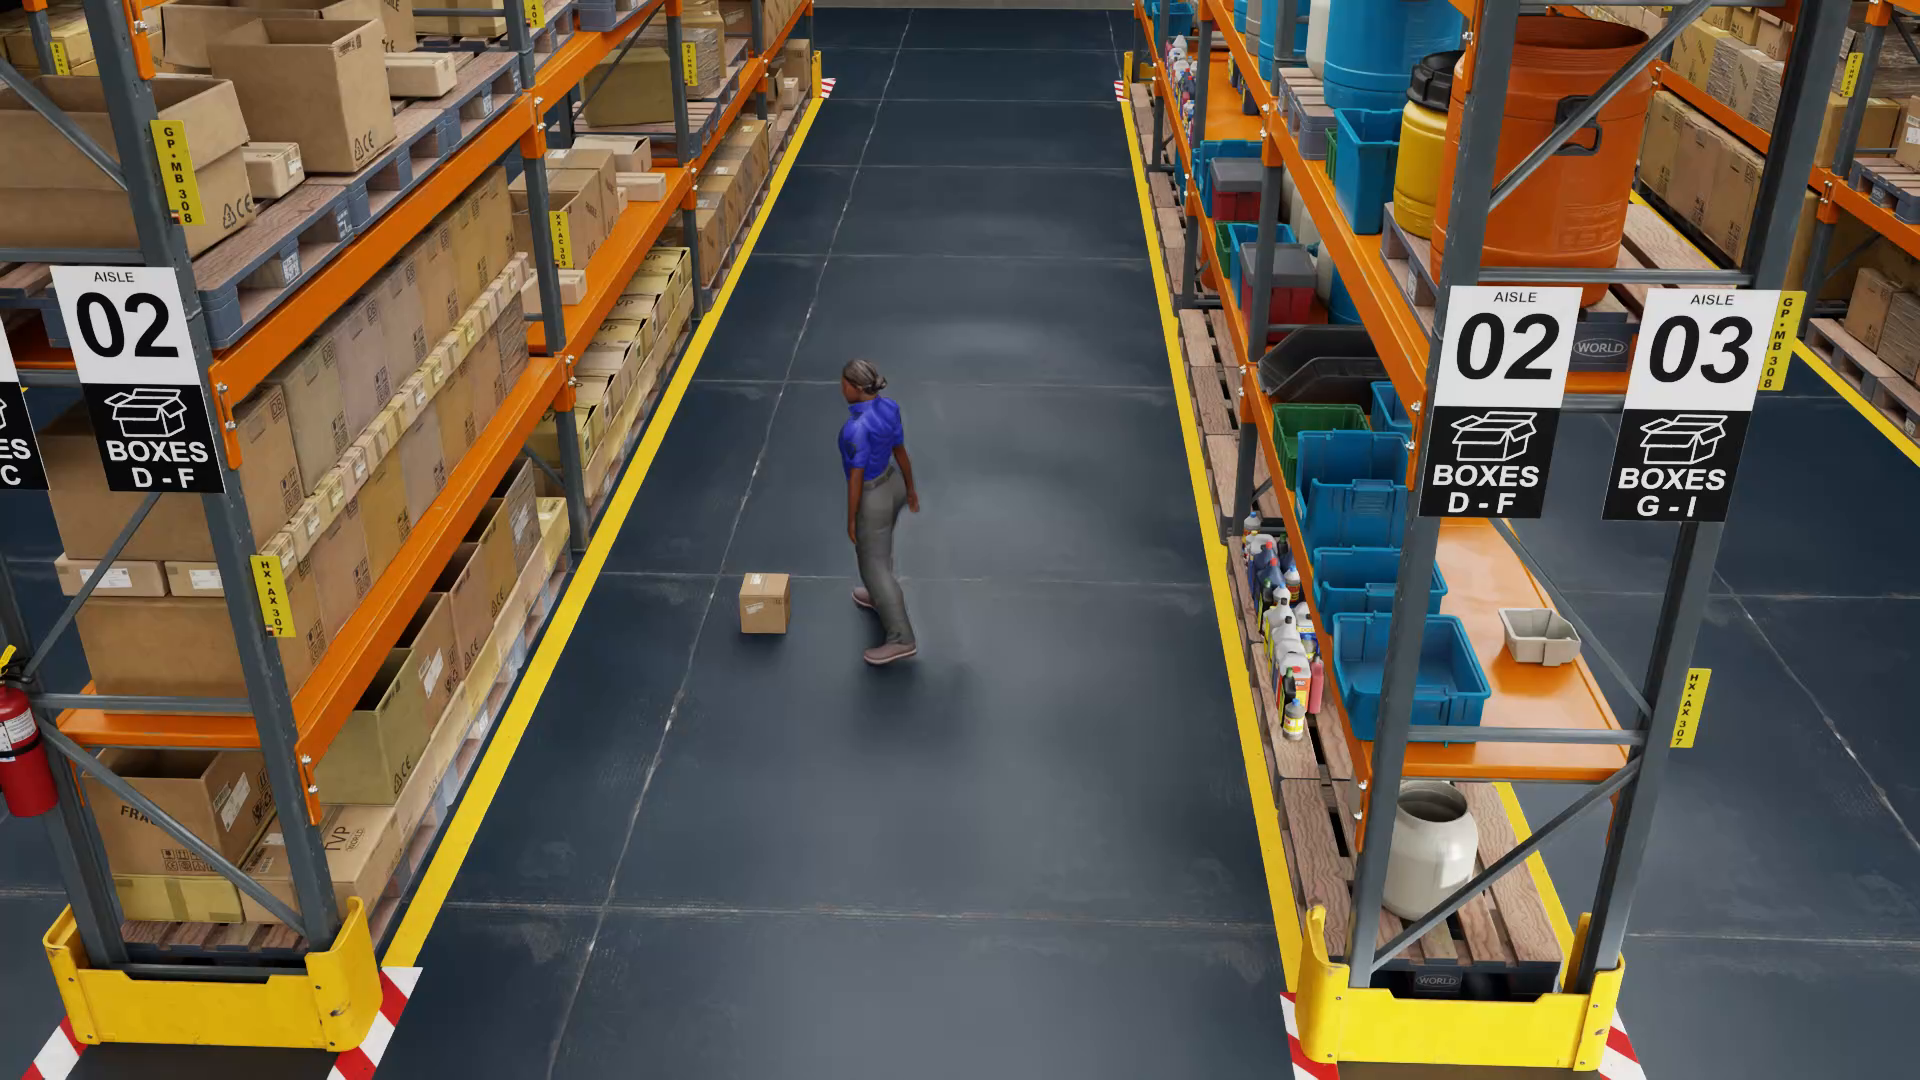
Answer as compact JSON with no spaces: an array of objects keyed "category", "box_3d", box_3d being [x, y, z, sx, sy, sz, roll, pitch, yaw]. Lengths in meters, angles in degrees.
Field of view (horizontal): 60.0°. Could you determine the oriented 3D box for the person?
[{"category":"person","box_3d":[-0.453,-0.195,8.970,0.652,1.631,0.683,13,31,22]}]
